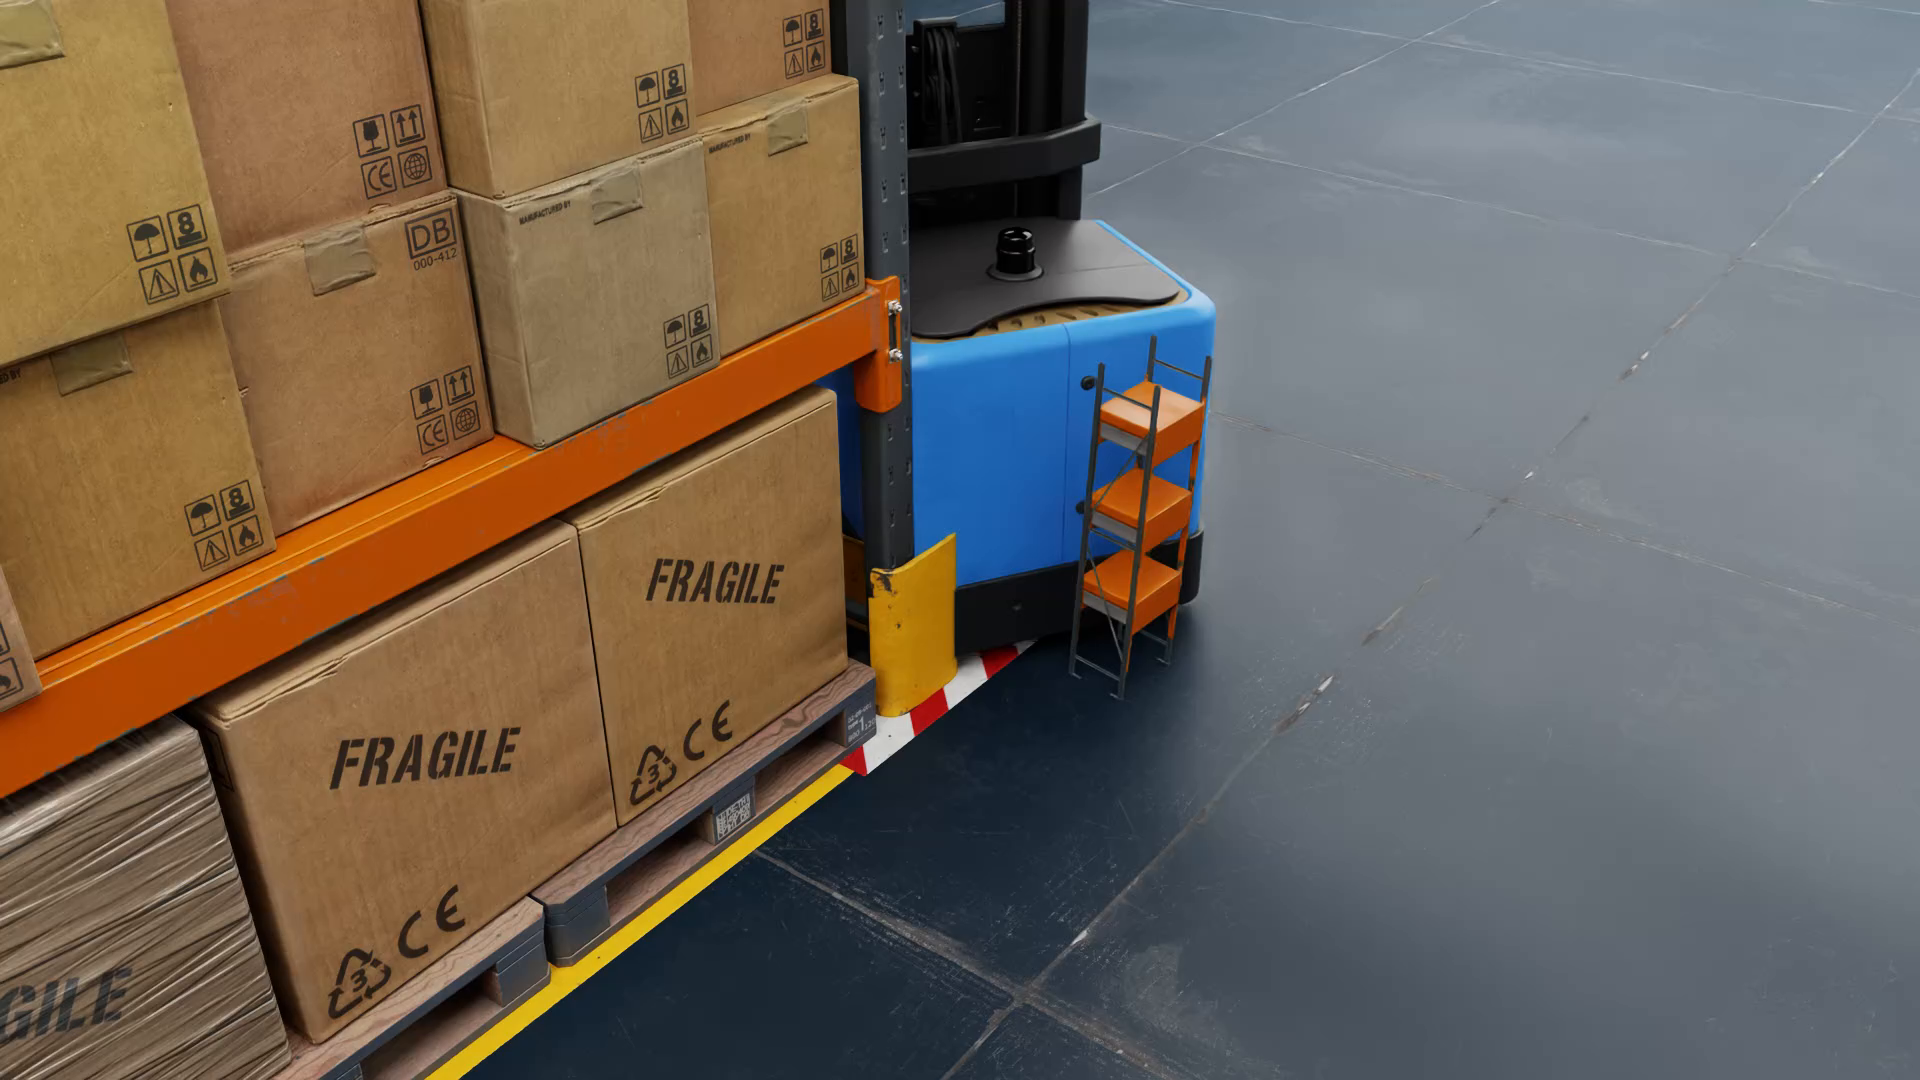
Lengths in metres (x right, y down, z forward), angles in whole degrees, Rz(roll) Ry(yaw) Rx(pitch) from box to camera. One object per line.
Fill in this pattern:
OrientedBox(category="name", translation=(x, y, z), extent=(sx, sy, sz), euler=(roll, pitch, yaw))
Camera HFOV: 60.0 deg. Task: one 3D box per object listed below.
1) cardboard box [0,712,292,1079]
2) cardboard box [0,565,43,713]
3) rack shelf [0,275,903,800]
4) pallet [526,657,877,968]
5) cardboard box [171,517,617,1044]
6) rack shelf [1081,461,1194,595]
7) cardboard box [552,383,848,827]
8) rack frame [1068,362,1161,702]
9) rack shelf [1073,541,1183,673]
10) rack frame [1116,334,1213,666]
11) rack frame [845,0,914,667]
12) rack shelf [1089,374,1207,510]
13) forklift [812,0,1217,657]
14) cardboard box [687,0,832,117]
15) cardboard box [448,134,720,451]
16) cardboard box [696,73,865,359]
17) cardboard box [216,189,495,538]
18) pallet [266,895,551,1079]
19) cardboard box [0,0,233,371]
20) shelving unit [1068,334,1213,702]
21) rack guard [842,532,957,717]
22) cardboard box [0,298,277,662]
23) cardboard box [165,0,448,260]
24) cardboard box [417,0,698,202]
OrientedBox(category="cardboard box", translation=(-2.004, 0.761, 3.196), extent=(0.875, 0.875, 0.875), euler=(21, 37, 32))
OrientedBox(category="cardboard box", translation=(-2.034, -0.003, 2.665), extent=(0.875, 0.550, 0.550), euler=(21, 37, 31))
OrientedBox(category="rack shelf", translation=(-1.773, 0.126, 3.301), extent=(1.077, 0.370, 4.000), euler=(21, 37, 31))
OrientedBox(category="pallet", translation=(-0.986, 0.552, 4.612), extent=(1.003, 0.211, 1.213), euler=(21, 37, 31))
OrientedBox(category="cardboard box", translation=(-1.452, 0.391, 3.820), extent=(0.875, 0.875, 0.875), euler=(20, 36, 31))
OrientedBox(category="rack shelf", translation=(0.507, -0.037, 4.792), extent=(0.215, 0.259, 0.240), euler=(27, 40, 32))
OrientedBox(category="cardboard box", translation=(-0.923, 0.033, 4.425), extent=(0.875, 0.875, 0.875), euler=(21, 37, 32))
OrientedBox(category="rack frame", translation=(0.428, 0.001, 4.707), extent=(0.200, 1.050, 0.008), euler=(27, 40, 32))
OrientedBox(category="rack shelf", translation=(0.495, 0.196, 4.943), extent=(0.215, 0.259, 0.240), euler=(27, 40, 32))
OrientedBox(category="rack frame", translation=(0.587, -0.093, 4.866), extent=(0.200, 1.050, 0.008), euler=(27, 40, 32))
OrientedBox(category="rack frame", translation=(-0.566, -0.997, 4.490), extent=(1.000, 3.000, 0.127), euler=(21, 37, 31))
OrientedBox(category="rack shelf", translation=(0.520, -0.276, 4.638), extent=(0.215, 0.259, 0.240), euler=(27, 40, 32))
OrientedBox(category="forklift", translation=(-0.255, -1.629, 5.625), extent=(1.130, 2.935, 3.031), euler=(-12, 33, -19))
OrientedBox(category="cardboard box", translation=(-0.821, -1.387, 3.942), extent=(0.875, 0.550, 0.550), euler=(21, 37, 31))
OrientedBox(category="cardboard box", translation=(-1.069, -0.666, 3.785), extent=(0.875, 0.550, 0.550), euler=(21, 37, 31))
OrientedBox(category="cardboard box", translation=(-0.754, -0.896, 4.173), extent=(0.875, 0.550, 0.550), euler=(21, 37, 31))
OrientedBox(category="cardboard box", translation=(-1.507, -0.477, 3.466), extent=(0.875, 0.550, 0.550), euler=(21, 37, 31))
OrientedBox(category="pallet", translation=(-1.723, 1.046, 3.778), extent=(1.003, 0.211, 1.213), euler=(21, 37, 31))
OrientedBox(category="cardboard box", translation=(-1.742, -0.694, 2.772), extent=(0.875, 0.550, 0.500), euler=(21, 37, 31))
OrientedBox(category="shelving unit", translation=(0.508, -0.046, 4.786), extent=(0.215, 1.050, 0.252), euler=(27, 40, 32))
OrientedBox(category="rack guard", translation=(-0.552, 0.069, 5.143), extent=(1.175, 0.500, 0.348), euler=(21, 37, 31))
OrientedBox(category="cardboard box", translation=(-1.794, -0.249, 3.081), extent=(0.875, 0.550, 0.500), euler=(21, 37, 31))
OrientedBox(category="cardboard box", translation=(-1.526, -0.949, 3.203), extent=(0.875, 0.550, 0.550), euler=(21, 37, 31))
OrientedBox(category="cardboard box", translation=(-1.079, -1.135, 3.517), extent=(0.875, 0.550, 0.550), euler=(21, 37, 31))
